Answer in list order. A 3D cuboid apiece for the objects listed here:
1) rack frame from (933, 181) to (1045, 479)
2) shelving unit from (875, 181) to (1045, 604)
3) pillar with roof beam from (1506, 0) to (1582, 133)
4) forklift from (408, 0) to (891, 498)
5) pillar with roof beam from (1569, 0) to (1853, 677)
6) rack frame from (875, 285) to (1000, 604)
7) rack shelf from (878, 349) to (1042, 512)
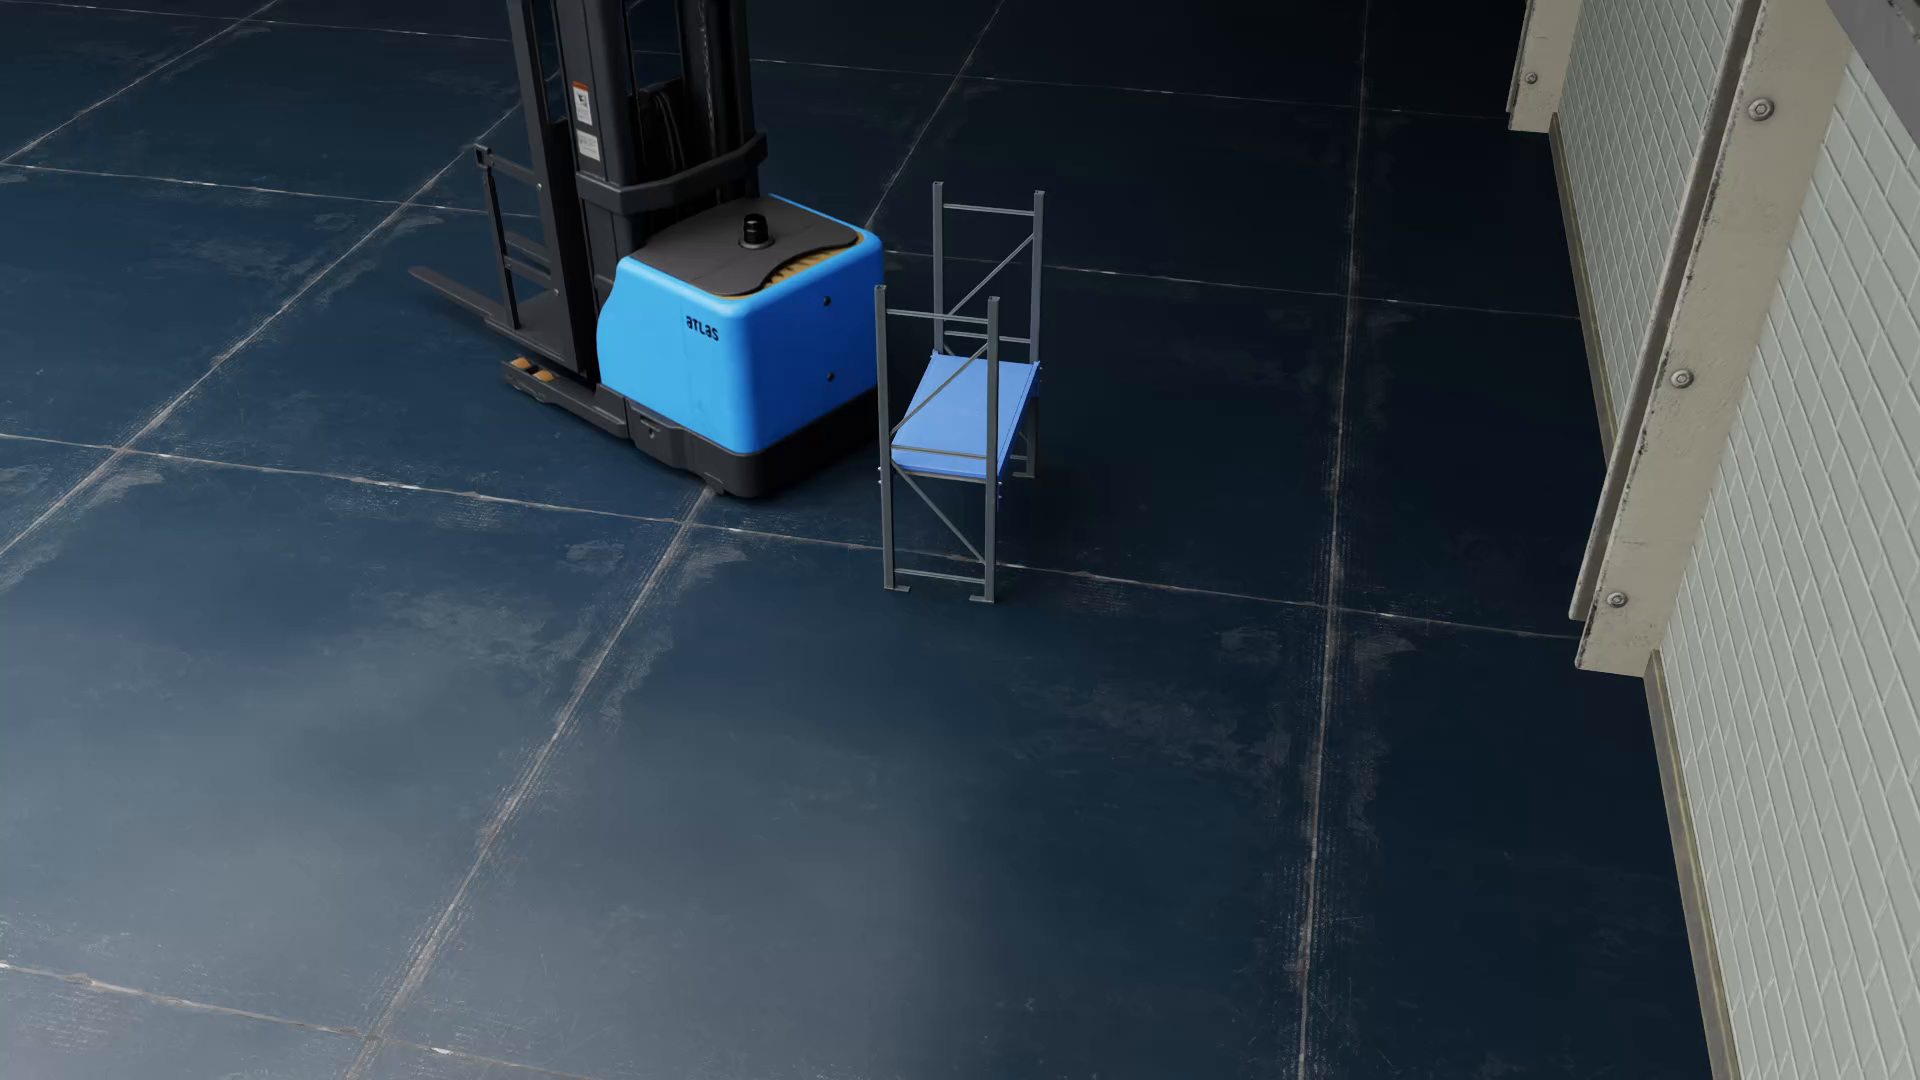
[{"bbox_3d":[0.127,-0.948,7.779,0.500,1.500,0.032,7,37,10],"label":"rack frame"},{"bbox_3d":[0.018,-0.656,7.377,0.538,1.500,1.048,7,37,10],"label":"shelving unit"},{"bbox_3d":[-0.137,-7.177,9.985,9.100,9.000,0.400,7,37,10],"label":"pillar with roof beam"},{"bbox_3d":[-1.796,-2.118,8.175,3.031,2.935,1.130,27,44,32],"label":"forklift"},{"bbox_3d":[-1.418,-3.737,5.239,9.100,9.000,0.400,7,37,10],"label":"pillar with roof beam"},{"bbox_3d":[-0.090,-0.365,6.975,0.500,1.500,0.032,7,37,10],"label":"rack frame"},{"bbox_3d":[0.018,-0.511,7.483,0.538,0.185,1.000,7,37,10],"label":"rack shelf"}]
